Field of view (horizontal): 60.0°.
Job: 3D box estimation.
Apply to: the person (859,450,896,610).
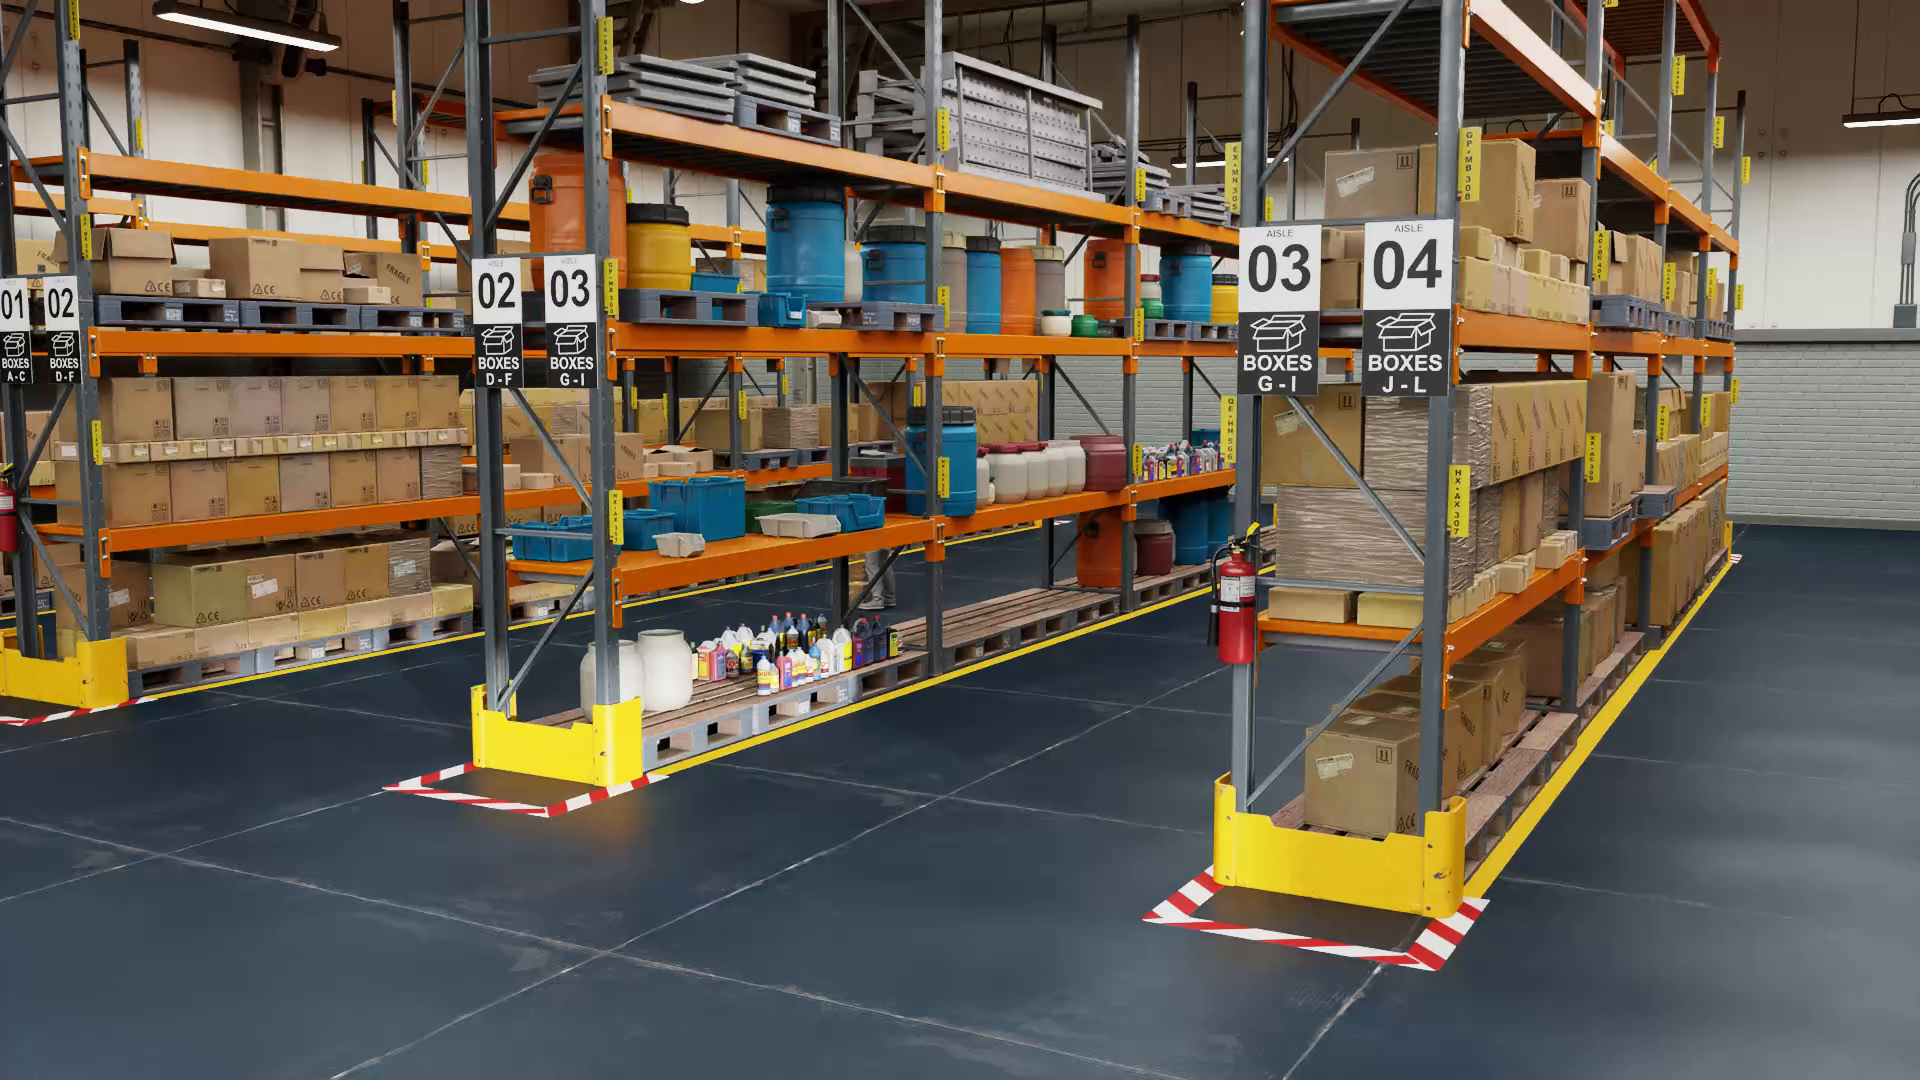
[{"bbox_3d":[-0.853,-0.108,17.372,0.376,1.662,0.542,3,7,25],"label":"person"}]
